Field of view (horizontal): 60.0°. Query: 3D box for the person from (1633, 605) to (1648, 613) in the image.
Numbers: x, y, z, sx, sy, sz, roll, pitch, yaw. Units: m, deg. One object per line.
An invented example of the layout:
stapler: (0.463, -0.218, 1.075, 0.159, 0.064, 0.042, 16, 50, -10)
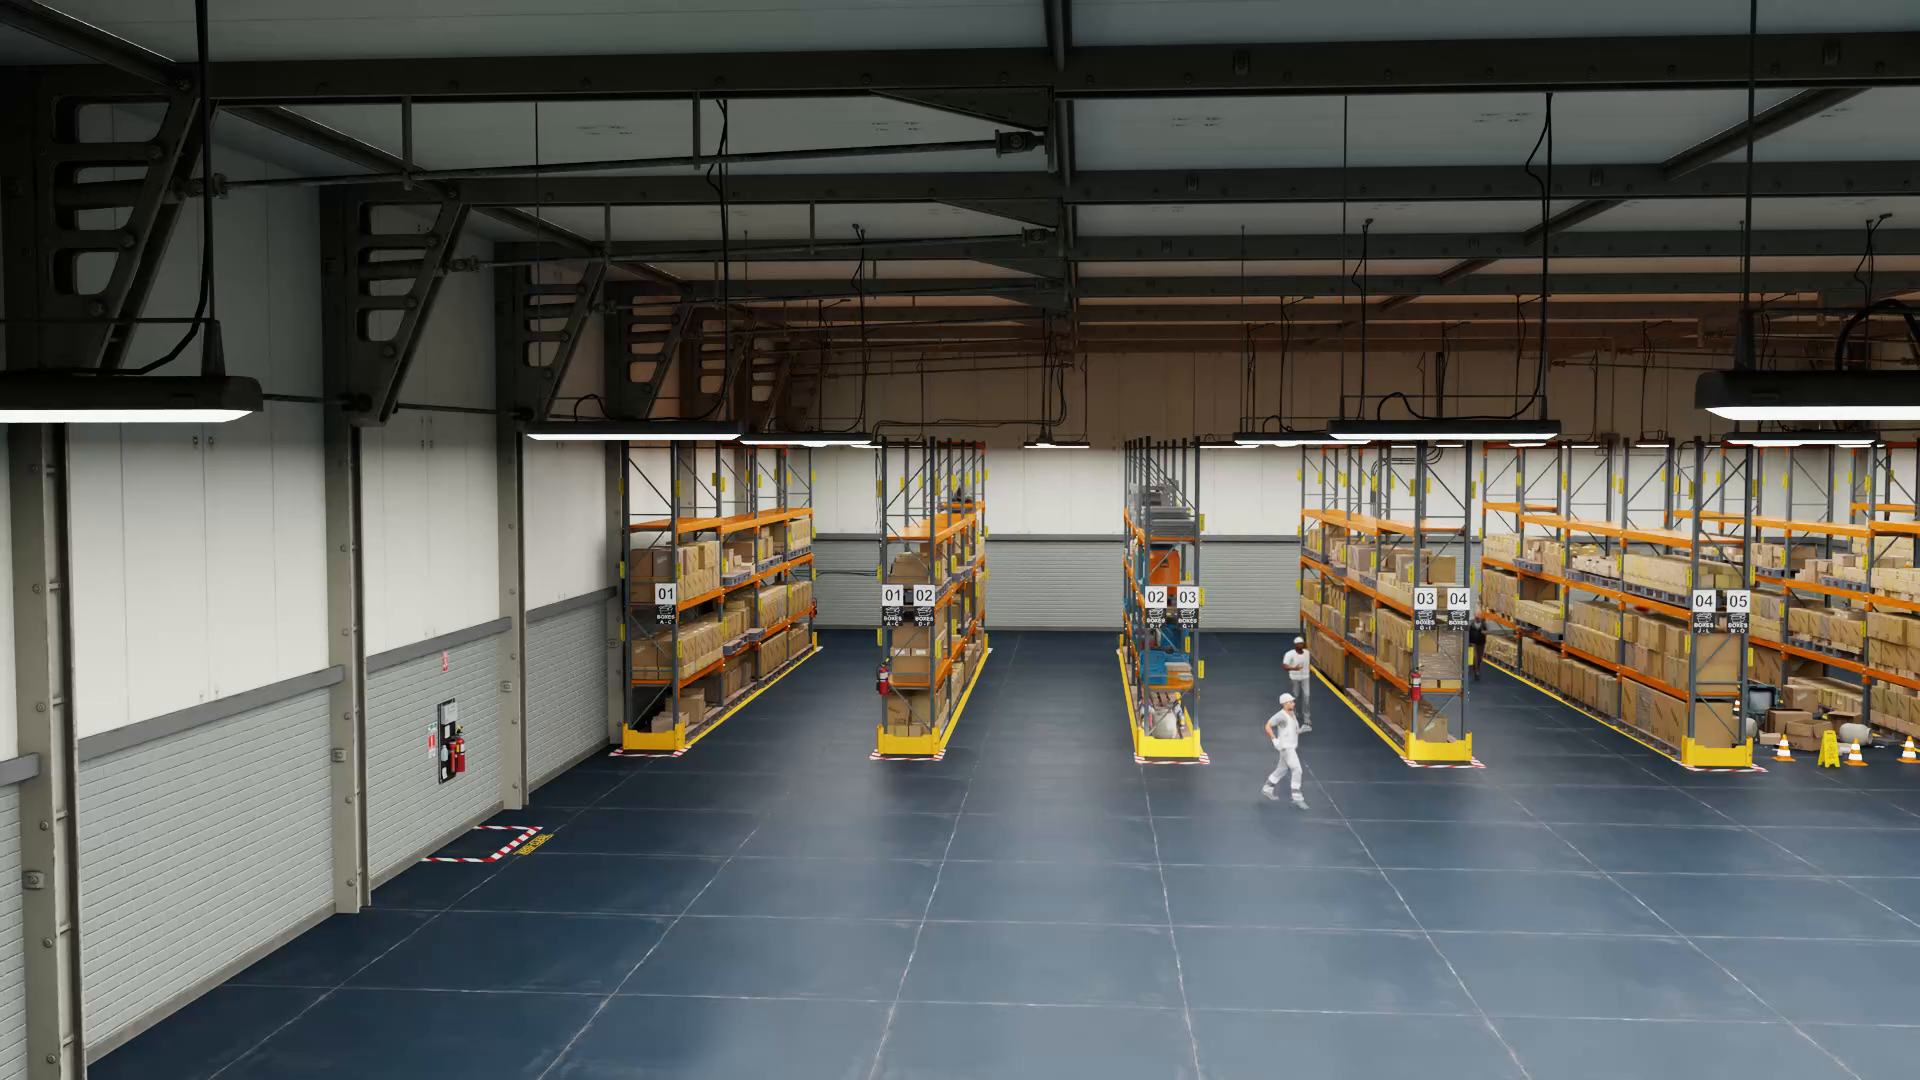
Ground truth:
person: (19.358, 2.358, 47.251, 0.777, 1.741, 0.671, 0, 3, -8)

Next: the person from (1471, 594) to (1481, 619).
person: (14.863, 2.389, 47.380, 0.746, 1.700, 0.629, -1, 3, -11)

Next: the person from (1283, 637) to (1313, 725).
person: (7.142, 2.942, 35.092, 0.684, 1.795, 0.933, 0, 3, -8)

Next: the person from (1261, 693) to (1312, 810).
person: (5.244, 3.380, 26.751, 0.840, 1.834, 0.653, 1, 3, 25)

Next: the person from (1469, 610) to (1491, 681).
person: (12.942, 2.606, 41.628, 0.645, 1.728, 0.953, 0, 3, 5)
